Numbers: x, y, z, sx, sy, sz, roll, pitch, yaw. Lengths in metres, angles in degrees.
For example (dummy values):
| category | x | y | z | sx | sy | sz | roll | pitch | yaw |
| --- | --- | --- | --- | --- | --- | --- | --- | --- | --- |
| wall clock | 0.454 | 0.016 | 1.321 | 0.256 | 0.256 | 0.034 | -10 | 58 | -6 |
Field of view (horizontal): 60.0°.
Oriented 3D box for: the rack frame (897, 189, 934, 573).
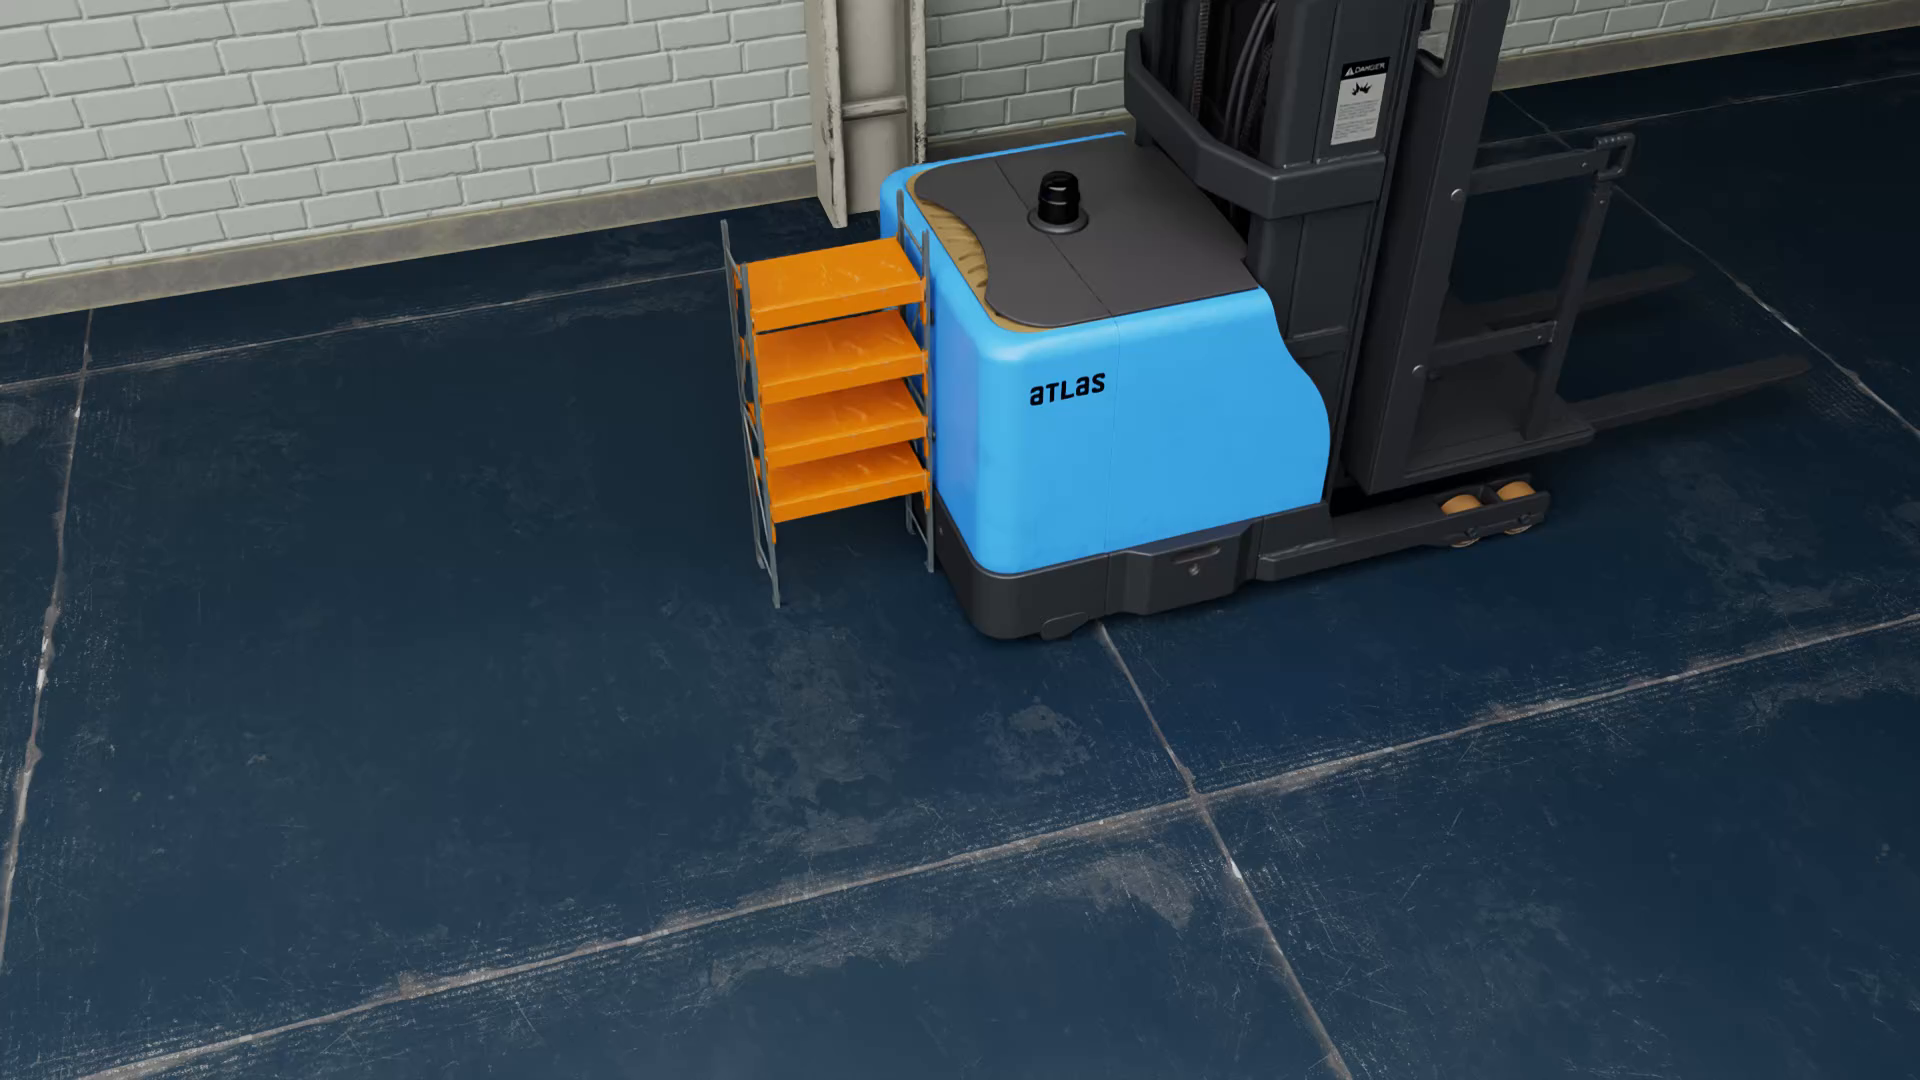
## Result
| category | x | y | z | sx | sy | sz | roll | pitch | yaw |
| --- | --- | --- | --- | --- | --- | --- | --- | --- | --- |
| rack frame | -0.126 | -0.425 | 4.825 | 0.015 | 1.200 | 0.240 | -13 | 43 | -14 |

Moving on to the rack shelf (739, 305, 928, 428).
| category | x | y | z | sx | sy | sz | roll | pitch | yaw |
| --- | --- | --- | --- | --- | --- | --- | --- | --- | --- |
| rack shelf | -0.357 | -0.490 | 4.661 | 0.480 | 0.148 | 0.258 | -13 | 43 | -14 |

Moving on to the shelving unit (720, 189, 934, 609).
| category | x | y | z | sx | sy | sz | roll | pitch | yaw |
| --- | --- | --- | --- | --- | --- | --- | --- | --- | --- |
| shelving unit | -0.357 | -0.372 | 4.764 | 0.503 | 1.200 | 0.258 | -13 | 43 | -14 |

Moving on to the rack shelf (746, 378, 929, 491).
| category | x | y | z | sx | sy | sz | roll | pitch | yaw |
| --- | --- | --- | --- | --- | --- | --- | --- | --- | --- |
| rack shelf | -0.357 | -0.322 | 4.809 | 0.480 | 0.148 | 0.258 | -13 | 43 | -14 |

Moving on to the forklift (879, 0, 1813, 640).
| category | x | y | z | sx | sy | sz | roll | pitch | yaw |
| --- | --- | --- | --- | --- | --- | --- | --- | --- | --- |
| forklift | 1.324 | -1.397 | 4.621 | 3.031 | 2.935 | 1.130 | -13 | 43 | -14 |

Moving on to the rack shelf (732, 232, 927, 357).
| category | x | y | z | sx | sy | sz | roll | pitch | yaw |
| --- | --- | --- | --- | --- | --- | --- | --- | --- | --- |
| rack shelf | -0.357 | -0.668 | 4.506 | 0.480 | 0.148 | 0.258 | -13 | 43 | -14 |

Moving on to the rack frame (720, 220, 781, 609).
| category | x | y | z | sx | sy | sz | roll | pitch | yaw |
| --- | --- | --- | --- | --- | --- | --- | --- | --- | --- |
| rack frame | -0.587 | -0.320 | 4.704 | 0.015 | 1.200 | 0.240 | -13 | 43 | -14 |

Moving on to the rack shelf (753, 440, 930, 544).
| category | x | y | z | sx | sy | sz | roll | pitch | yaw |
| --- | --- | --- | --- | --- | --- | --- | --- | --- | --- |
| rack shelf | -0.357 | -0.172 | 4.939 | 0.480 | 0.148 | 0.258 | -13 | 43 | -14 |

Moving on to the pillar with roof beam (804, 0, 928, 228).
| category | x | y | z | sx | sy | sz | roll | pitch | yaw |
| --- | --- | --- | --- | --- | --- | --- | --- | --- | --- |
| pillar with roof beam | 0.931 | -2.075 | 0.786 | 0.400 | 9.000 | 9.100 | -12 | 42 | -13 |
